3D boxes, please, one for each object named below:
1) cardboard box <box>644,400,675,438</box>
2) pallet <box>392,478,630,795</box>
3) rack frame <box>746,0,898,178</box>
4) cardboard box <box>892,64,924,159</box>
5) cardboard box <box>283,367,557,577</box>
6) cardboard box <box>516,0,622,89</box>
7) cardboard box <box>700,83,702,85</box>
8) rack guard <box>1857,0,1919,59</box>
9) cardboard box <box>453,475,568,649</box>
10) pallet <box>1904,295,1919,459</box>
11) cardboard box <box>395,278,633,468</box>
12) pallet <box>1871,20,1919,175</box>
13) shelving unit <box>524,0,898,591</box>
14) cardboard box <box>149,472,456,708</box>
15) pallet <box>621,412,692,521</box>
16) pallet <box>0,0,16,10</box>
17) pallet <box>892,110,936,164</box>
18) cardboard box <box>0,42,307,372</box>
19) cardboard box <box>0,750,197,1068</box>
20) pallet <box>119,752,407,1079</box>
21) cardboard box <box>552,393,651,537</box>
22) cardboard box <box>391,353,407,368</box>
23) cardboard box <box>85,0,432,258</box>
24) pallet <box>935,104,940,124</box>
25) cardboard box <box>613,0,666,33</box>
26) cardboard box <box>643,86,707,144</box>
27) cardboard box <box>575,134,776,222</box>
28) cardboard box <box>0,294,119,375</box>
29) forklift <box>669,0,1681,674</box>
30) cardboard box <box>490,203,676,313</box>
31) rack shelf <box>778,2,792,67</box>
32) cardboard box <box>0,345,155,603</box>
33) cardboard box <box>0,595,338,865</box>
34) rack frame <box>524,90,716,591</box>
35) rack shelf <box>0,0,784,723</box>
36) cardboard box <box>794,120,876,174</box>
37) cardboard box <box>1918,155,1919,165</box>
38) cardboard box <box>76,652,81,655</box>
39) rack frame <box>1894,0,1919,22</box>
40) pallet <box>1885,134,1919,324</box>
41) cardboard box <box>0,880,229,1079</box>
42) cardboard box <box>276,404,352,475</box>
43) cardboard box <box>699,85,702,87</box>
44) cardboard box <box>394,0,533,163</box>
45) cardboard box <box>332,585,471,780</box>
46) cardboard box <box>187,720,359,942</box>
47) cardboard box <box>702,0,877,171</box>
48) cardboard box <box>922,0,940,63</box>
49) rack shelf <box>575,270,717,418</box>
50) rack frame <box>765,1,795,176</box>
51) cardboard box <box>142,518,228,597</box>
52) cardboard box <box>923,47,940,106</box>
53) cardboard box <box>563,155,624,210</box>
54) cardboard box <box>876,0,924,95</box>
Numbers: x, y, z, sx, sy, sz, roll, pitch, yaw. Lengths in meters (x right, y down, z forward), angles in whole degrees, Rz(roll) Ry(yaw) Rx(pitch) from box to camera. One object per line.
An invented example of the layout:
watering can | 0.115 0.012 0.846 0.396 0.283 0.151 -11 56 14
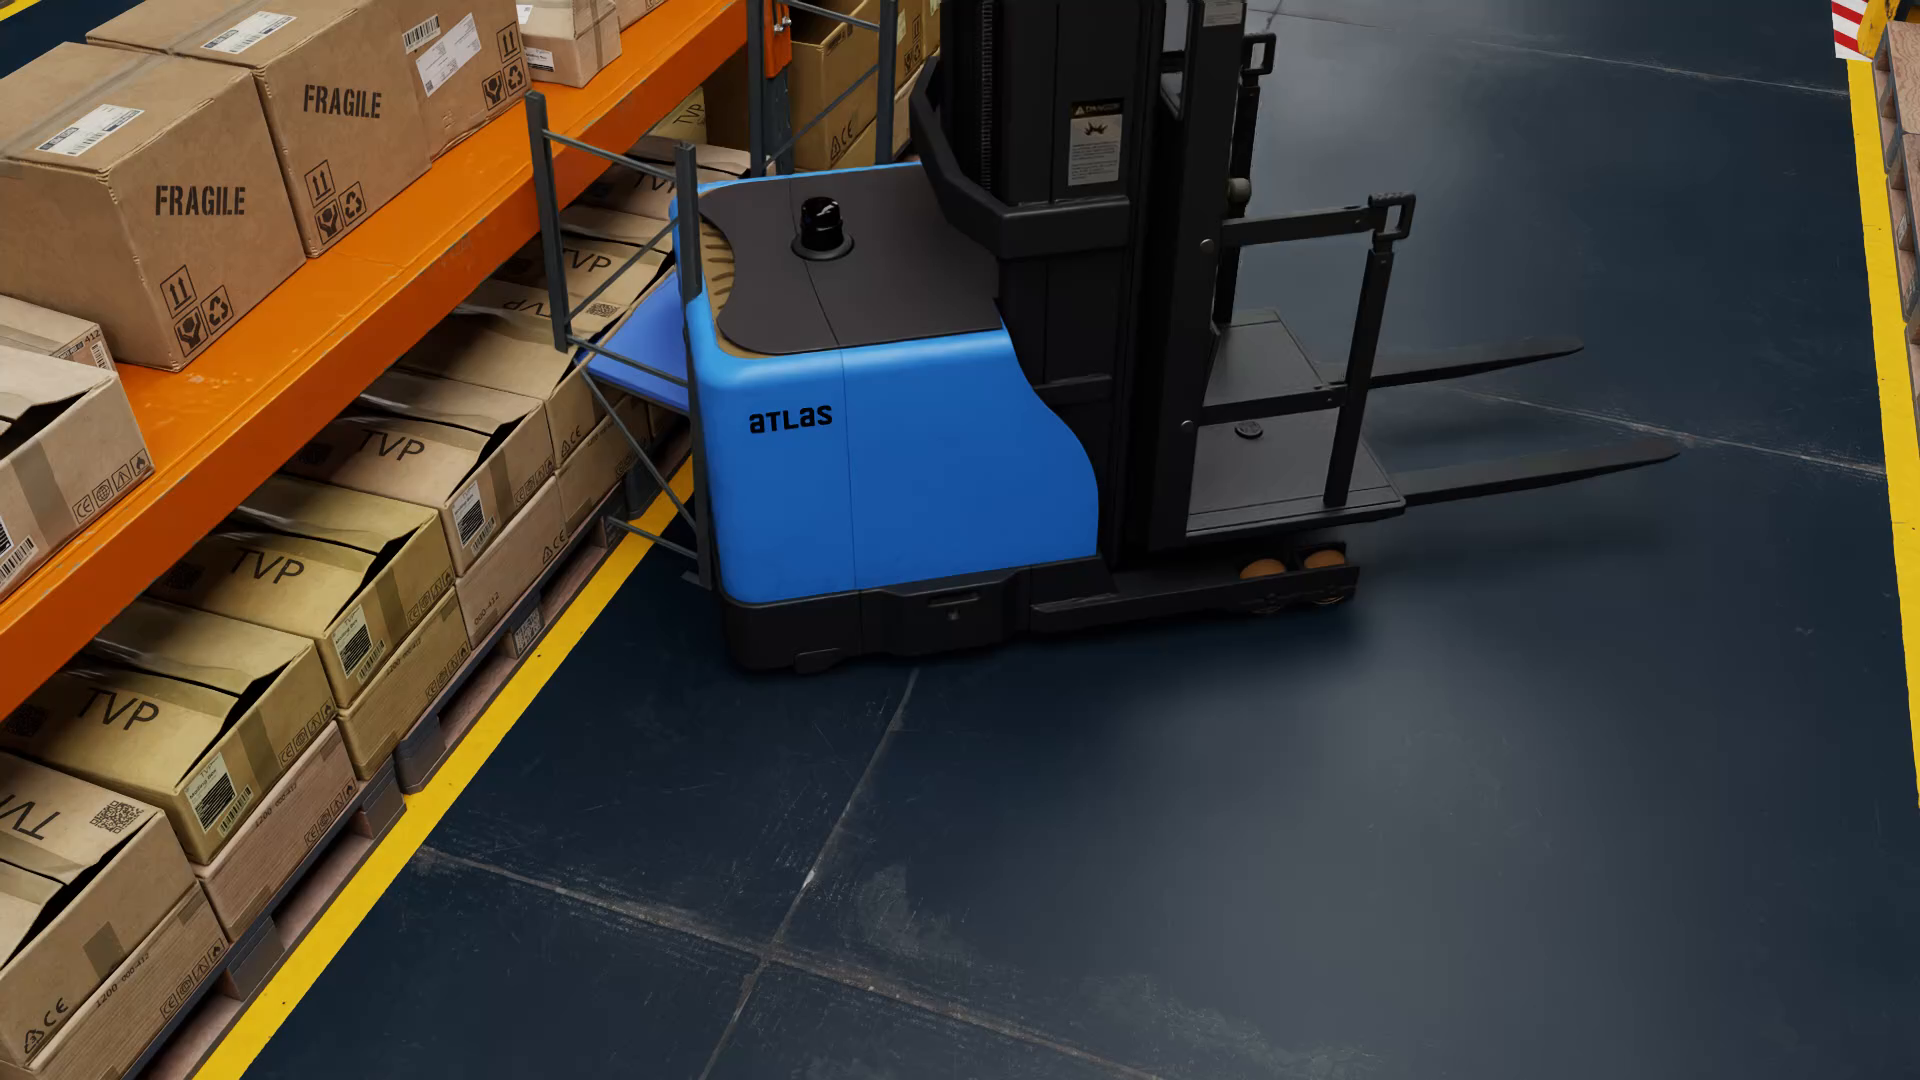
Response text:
cardboard box | -1.128 -0.621 5.461 0.500 0.250 0.500 13 42 14
pallet | -1.714 0.133 4.931 1.003 0.211 1.213 13 42 15
rack frame | -0.451 -1.079 5.325 0.500 1.500 0.032 22 45 18
cardboard box | -0.464 -1.765 6.803 0.500 0.250 0.500 13 42 15
cardboard box | -1.473 -0.220 4.560 0.500 0.311 0.500 13 42 15
cardboard box | -1.212 -1.504 4.805 0.396 0.266 0.258 12 42 14
cardboard box | -0.948 -2.165 6.694 0.500 0.500 0.500 13 42 15
rack guard | 4.915 -2.478 7.769 1.175 0.500 0.348 13 42 15
cardboard box | -1.477 0.002 4.732 0.500 0.250 0.500 14 42 16
pallet | 3.769 -0.392 5.547 1.003 0.211 1.213 13 42 15
cardboard box | -1.298 -0.526 4.919 0.500 0.311 0.500 13 42 15
pallet | 4.604 -1.880 7.291 1.003 0.211 1.213 13 42 15
shelving unit | -0.687 -0.786 4.983 0.538 1.500 1.048 22 45 18
cardboard box | -1.648 0.093 4.193 0.500 0.311 0.500 12 42 14
pallet | -1.299 -0.613 5.806 1.003 0.211 1.213 13 42 15
pallet | -5.468 -2.574 8.104 1.003 0.211 1.213 13 42 15
pallet | -0.772 -1.547 6.901 1.003 0.211 1.213 13 42 15
cardboard box | -1.893 -0.758 3.750 0.500 0.500 0.500 11 42 13
cardboard box | -1.996 0.726 3.451 0.500 0.311 0.500 15 43 17
pallet | -2.133 0.875 4.062 1.003 0.211 1.213 13 42 15
cardboard box | -1.302 -0.309 5.095 0.500 0.250 0.500 14 42 16
cardboard box | -1.811 -0.643 5.055 0.500 0.311 0.500 12 42 14
cardboard box | -1.713 -1.079 4.126 0.500 0.500 0.500 13 42 15
pallet | -0.357 -2.294 7.776 1.003 0.211 1.213 13 42 15
cardboard box | -1.211 -1.765 5.124 0.500 0.250 0.500 16 43 18
cardboard box | -1.130 -1.577 6.583 0.500 0.250 0.500 13 42 15
cardboard box | -0.953 -1.149 5.648 0.500 0.311 0.500 13 42 15
cardboard box | -2.068 -0.387 3.587 0.380 0.149 0.250 16 43 18
forklift | 0.720 -1.222 4.424 3.031 2.935 1.130 -8 41 -9
cardboard box | -1.125 -0.830 5.275 0.500 0.311 0.500 14 43 16
rack shelf | -0.400 -3.078 7.101 1.077 0.370 4.000 13 42 15
cardboard box | -1.964 -0.161 3.197 0.500 0.311 0.500 13 42 15
cardboard box | -1.825 0.404 3.829 0.500 0.311 0.500 12 42 14
rack frame | -0.923 -0.494 4.640 0.500 1.500 0.032 22 45 18
rack shelf | -1.767 -0.639 4.242 1.077 0.370 4.000 13 42 15
cardboard box | -0.640 -1.462 6.447 0.500 0.250 0.500 13 42 15
cardboard box | 4.127 -1.505 6.290 0.700 0.500 0.500 11 42 12
cardboard box | -2.332 0.288 3.965 0.500 0.311 0.500 13 42 14
rack frame | 4.941 -3.475 7.012 1.000 3.000 0.127 13 42 15
pallet | 4.185 -1.138 6.422 1.003 0.211 1.213 13 42 15
cardboard box | -1.996 0.939 3.633 0.500 0.250 0.500 13 42 15
cardboard box | -1.983 -0.325 4.682 0.500 0.311 0.500 14 43 16
cardboard box | -0.950 -1.880 6.938 0.500 0.250 0.500 13 42 15
cardboard box | -1.542 -1.384 4.484 0.500 0.500 0.500 16 43 18
cardboard box | -1.653 0.314 4.366 0.500 0.250 0.500 12 42 14
cardboard box | -1.825 0.633 3.992 0.500 0.250 0.500 12 42 14
cardboard box | -0.631 -1.745 6.201 0.500 0.500 0.500 13 42 15
cardboard box | -0.289 -2.355 6.916 0.500 0.500 0.500 13 42 15
rack shelf | -0.698 -0.654 5.104 0.538 0.185 1.000 22 45 18
rack frame | -1.084 -2.132 5.438 1.000 3.000 0.127 13 42 15
cardboard box | -2.157 -0.020 4.325 0.500 0.311 0.500 13 42 15
cardboard box | -0.288 -2.069 7.159 0.500 0.250 0.500 13 42 15
cardboard box | -1.459 -1.263 5.782 0.500 0.311 0.500 13 42 15
cardboard box | -0.467 -2.051 6.561 0.500 0.500 0.500 13 42 15
